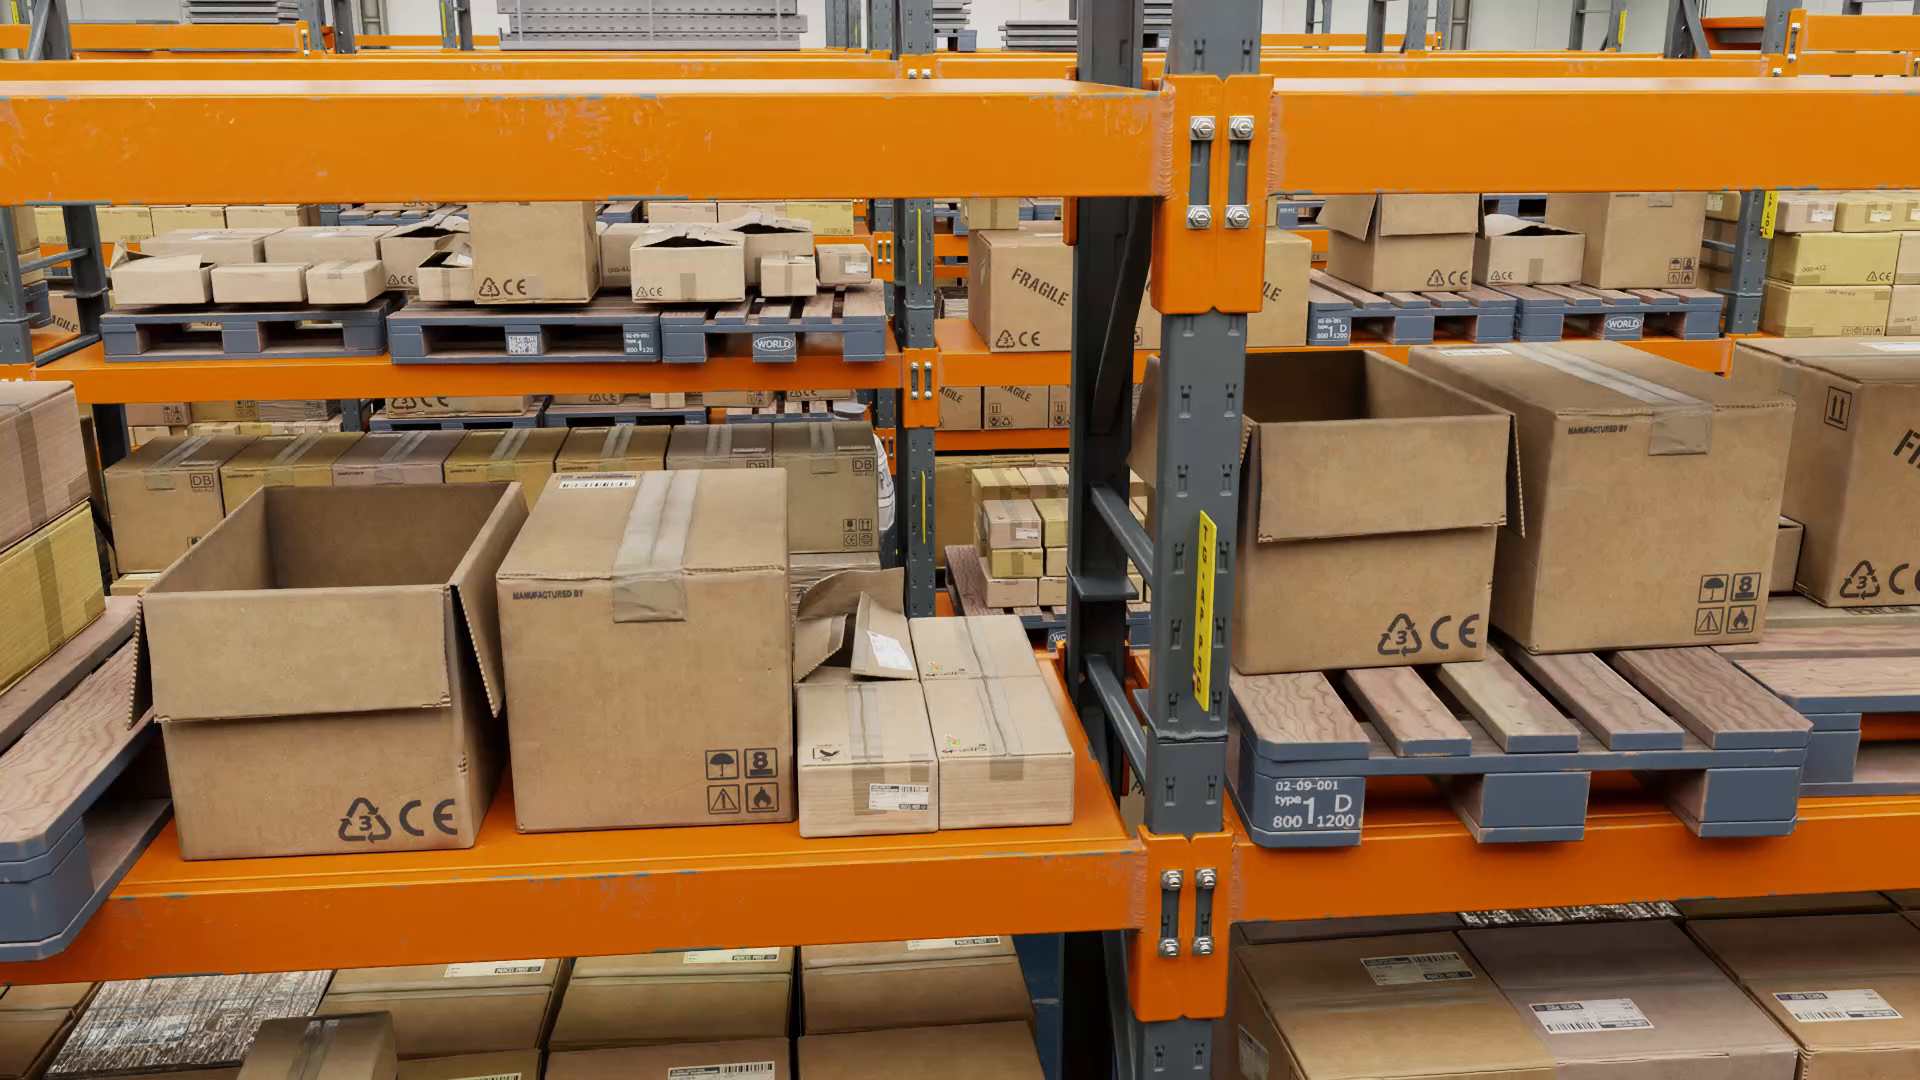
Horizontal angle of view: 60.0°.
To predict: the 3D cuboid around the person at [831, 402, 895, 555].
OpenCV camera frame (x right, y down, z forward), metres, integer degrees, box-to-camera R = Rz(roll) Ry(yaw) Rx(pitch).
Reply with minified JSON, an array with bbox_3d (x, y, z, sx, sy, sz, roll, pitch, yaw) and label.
[{"bbox_3d":[-0.695,-0.130,11.967,0.434,1.744,0.589,3,17,9],"label":"person"}]
